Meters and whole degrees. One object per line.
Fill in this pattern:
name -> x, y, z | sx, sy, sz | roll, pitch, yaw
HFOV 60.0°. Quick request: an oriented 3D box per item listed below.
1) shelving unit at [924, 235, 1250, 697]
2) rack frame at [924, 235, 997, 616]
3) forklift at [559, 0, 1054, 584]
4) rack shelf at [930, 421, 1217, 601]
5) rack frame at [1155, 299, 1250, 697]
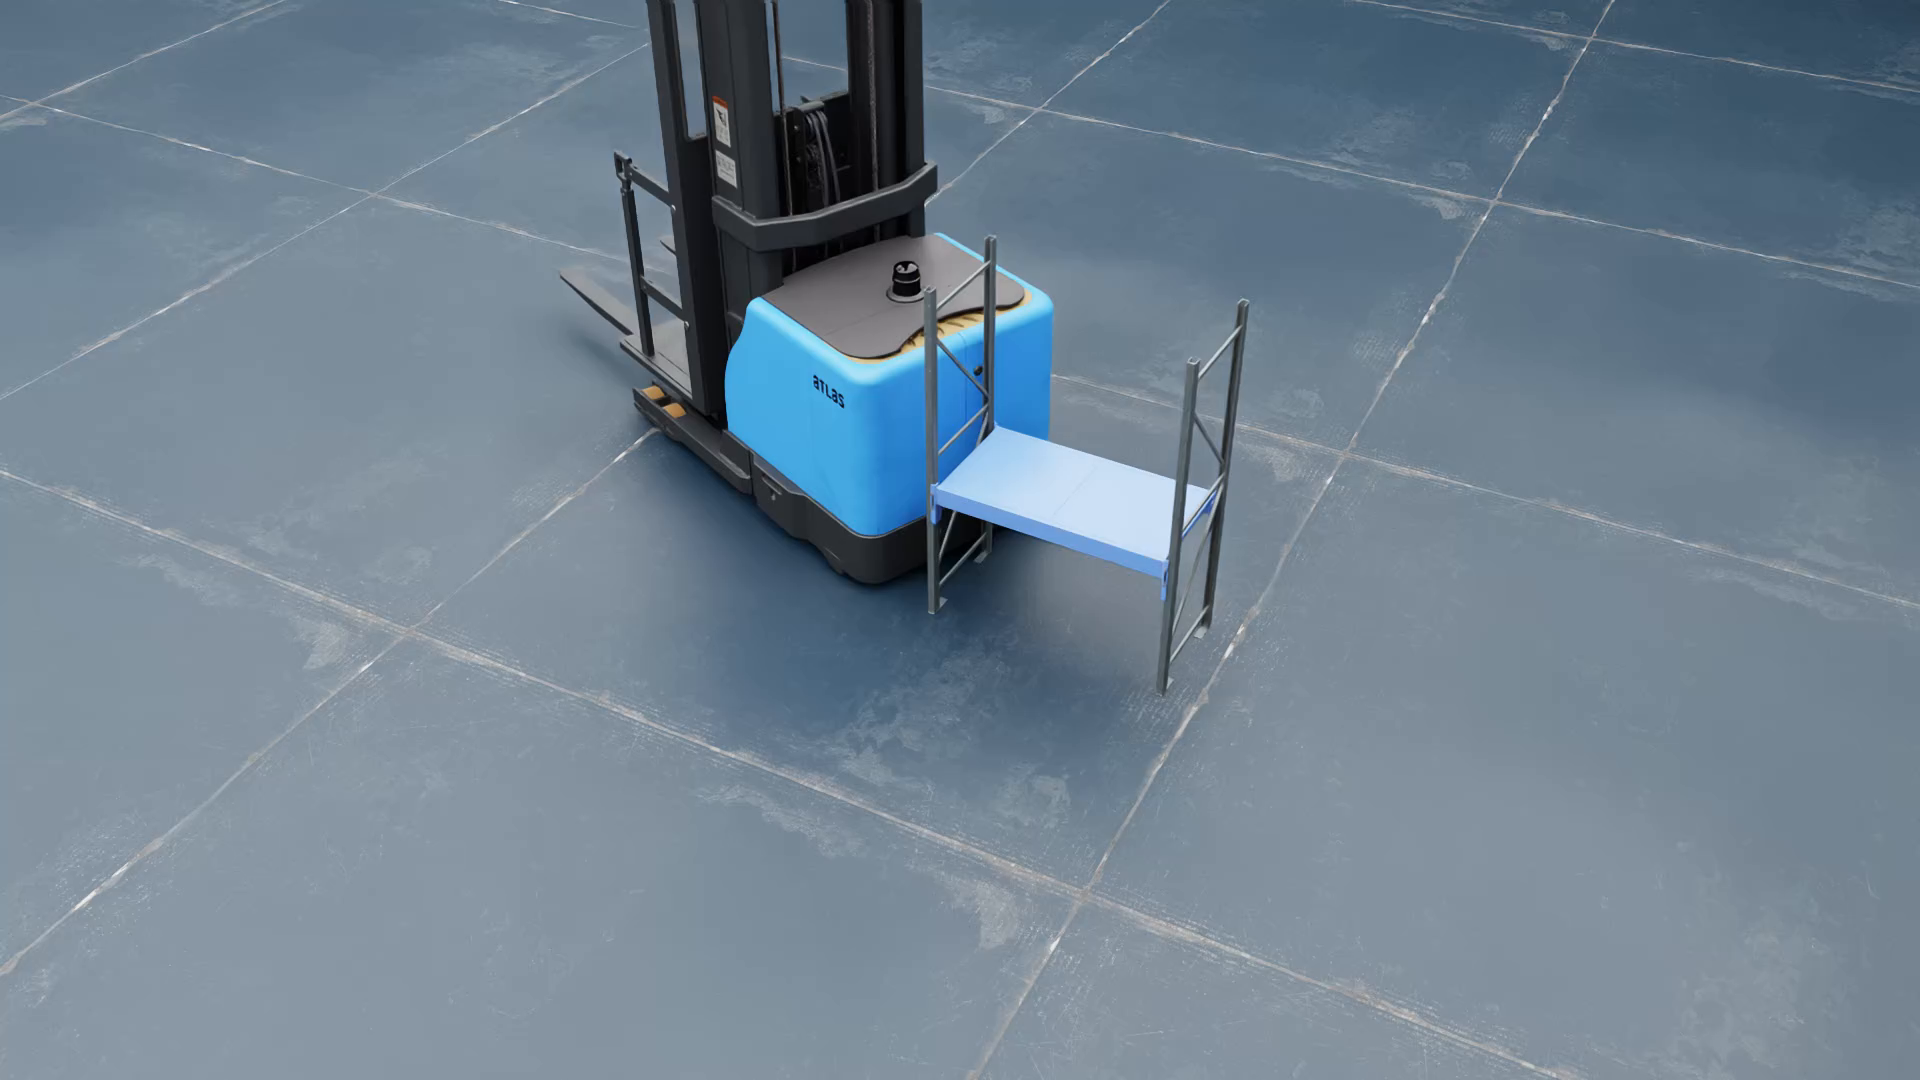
shelving unit -> 0.448, -0.273, 6.369 | 1.048, 1.500, 0.538 | 19, 41, 23
rack frame -> 0.004, -0.423, 6.566 | 0.032, 1.500, 0.500 | 19, 41, 23
forklift -> -0.910, -1.816, 7.218 | 1.130, 2.935, 3.031 | -26, 44, -30
rack shelf -> 0.448, -0.130, 6.478 | 1.000, 0.185, 0.538 | 19, 41, 23
rack frame -> 0.892, -0.123, 6.172 | 0.032, 1.500, 0.500 | 19, 41, 23
